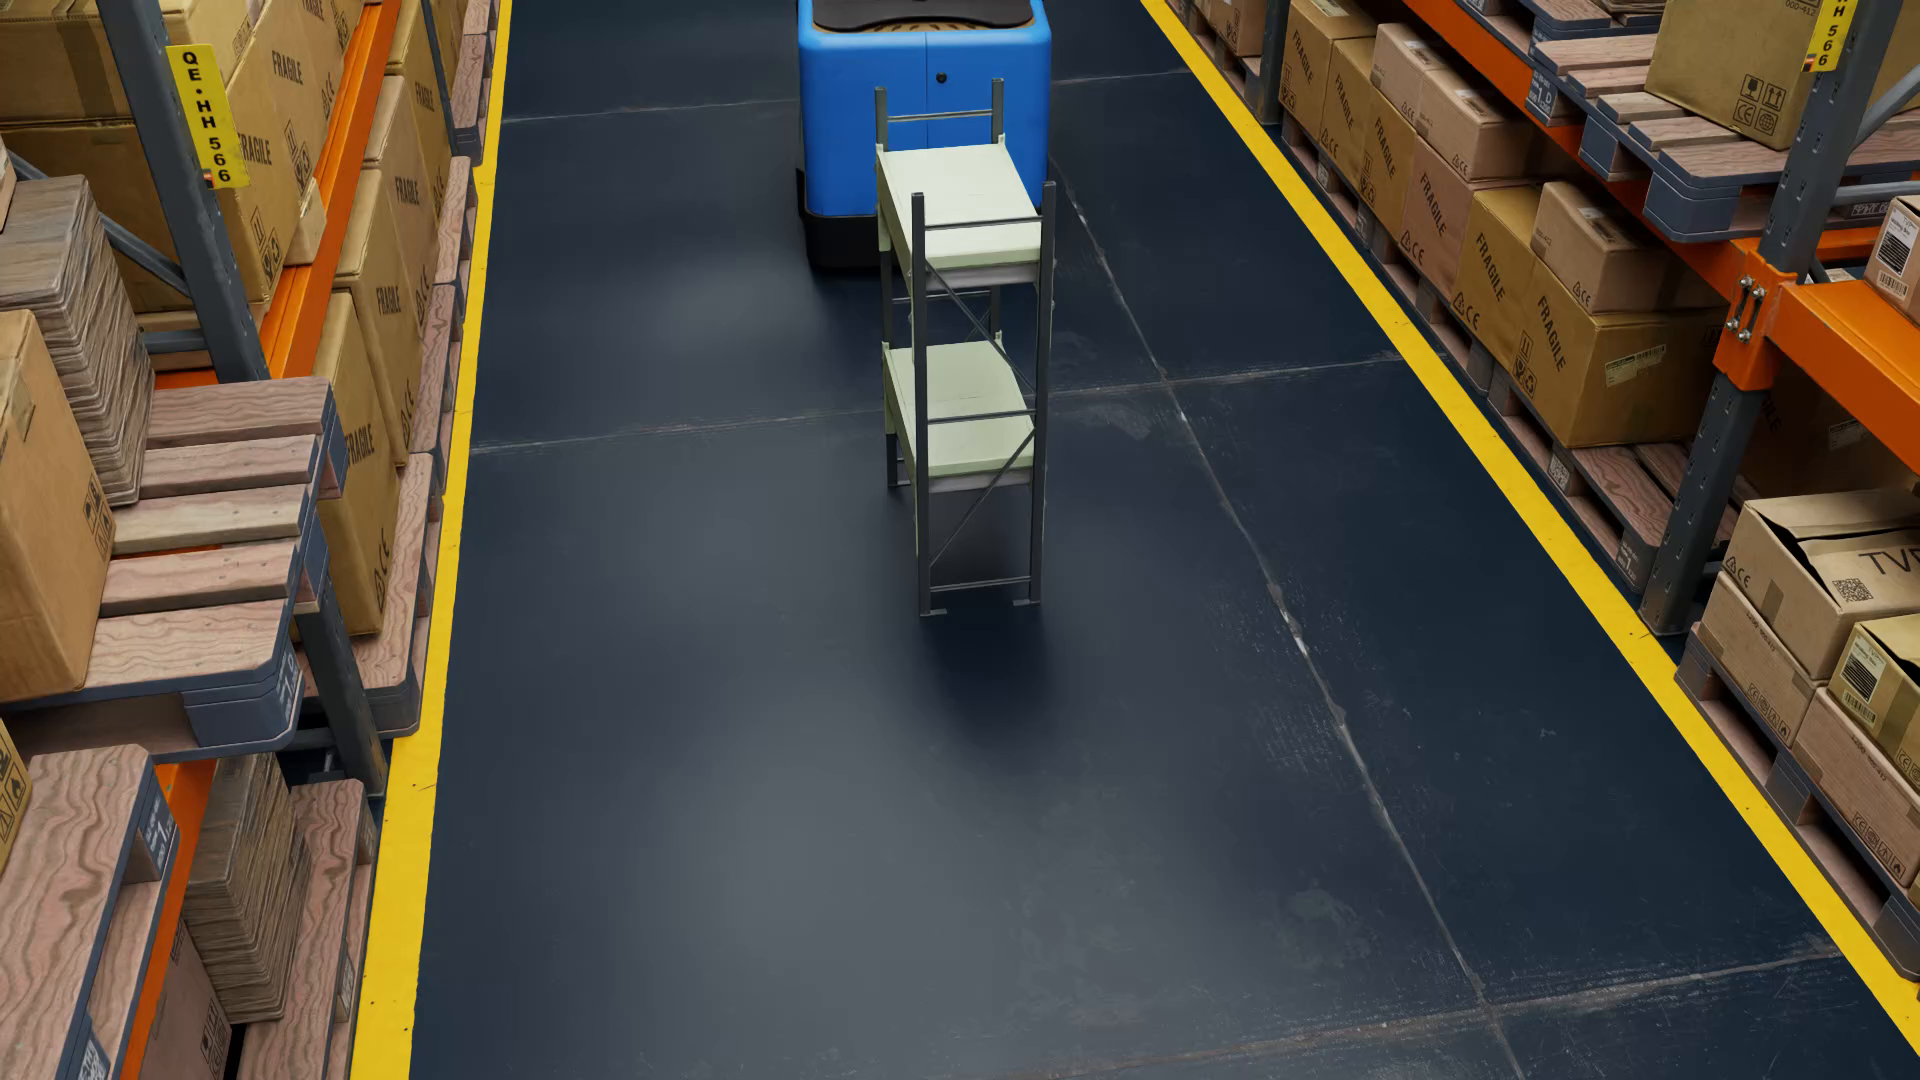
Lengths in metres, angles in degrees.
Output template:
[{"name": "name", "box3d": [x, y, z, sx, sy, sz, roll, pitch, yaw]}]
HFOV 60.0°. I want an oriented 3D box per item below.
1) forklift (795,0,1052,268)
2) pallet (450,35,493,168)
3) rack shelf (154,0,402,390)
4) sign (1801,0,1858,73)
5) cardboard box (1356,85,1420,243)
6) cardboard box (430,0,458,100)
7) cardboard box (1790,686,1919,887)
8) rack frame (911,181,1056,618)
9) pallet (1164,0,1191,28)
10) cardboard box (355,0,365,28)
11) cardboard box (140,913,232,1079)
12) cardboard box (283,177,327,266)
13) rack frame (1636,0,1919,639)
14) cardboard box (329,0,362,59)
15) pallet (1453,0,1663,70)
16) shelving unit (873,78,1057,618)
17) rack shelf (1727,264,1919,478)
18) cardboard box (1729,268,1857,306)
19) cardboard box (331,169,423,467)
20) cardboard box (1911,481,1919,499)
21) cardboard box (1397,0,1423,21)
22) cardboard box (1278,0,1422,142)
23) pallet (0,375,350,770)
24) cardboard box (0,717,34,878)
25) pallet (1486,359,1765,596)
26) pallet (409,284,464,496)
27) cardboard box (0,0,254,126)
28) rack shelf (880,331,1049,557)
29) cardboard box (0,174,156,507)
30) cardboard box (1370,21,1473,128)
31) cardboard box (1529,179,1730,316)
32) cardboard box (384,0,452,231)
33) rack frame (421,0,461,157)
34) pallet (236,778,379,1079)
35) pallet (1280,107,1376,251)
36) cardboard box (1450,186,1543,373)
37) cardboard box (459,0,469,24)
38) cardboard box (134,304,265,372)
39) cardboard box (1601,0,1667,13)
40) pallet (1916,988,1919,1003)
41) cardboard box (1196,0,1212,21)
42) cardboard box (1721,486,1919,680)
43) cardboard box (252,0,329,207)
[{"name": "forklift", "box3d": [-0.238, -3.213, 7.496, 1.130, 2.935, 3.031, -2, 38, -3]}, {"name": "pallet", "box3d": [-2.919, -2.205, 8.417, 1.003, 0.211, 1.213, -6, 38, -8]}, {"name": "rack shelf", "box3d": [-2.512, -1.347, 5.625, 1.077, 0.370, 4.000, -6, 38, -8]}, {"name": "sign", "box3d": [2.183, -1.320, 4.125, 0.100, 0.325, 0.005, -6, 38, -8]}, {"name": "cardboard box", "box3d": [2.044, -1.619, 7.067, 0.500, 0.500, 0.500, -6, 38, -7]}, {"name": "cardboard box", "box3d": [-2.893, -2.480, 8.193, 0.700, 0.500, 0.500, -6, 38, -7]}, {"name": "cardboard box", "box3d": [2.607, 0.613, 4.414, 0.500, 0.250, 0.500, -7, 38, -9]}, {"name": "rack frame", "box3d": [0.065, -0.367, 5.000, 0.400, 1.500, 0.023, -6, 38, -8]}, {"name": "pallet", "box3d": [1.677, -3.426, 9.988, 1.003, 0.211, 1.213, -6, 38, -8]}, {"name": "cardboard box", "box3d": [-2.374, -1.955, 6.010, 0.380, 0.149, 0.250, -6, 38, -8]}, {"name": "cardboard box", "box3d": [-2.008, 1.143, 3.512, 0.700, 0.500, 0.500, -6, 38, -8]}, {"name": "cardboard box", "box3d": [-1.990, -0.878, 4.624, 0.380, 0.149, 0.250, -5, 38, -7]}, {"name": "rack frame", "box3d": [2.715, -0.958, 4.538, 1.000, 3.000, 0.127, -6, 38, -8]}, {"name": "cardboard box", "box3d": [-2.262, -1.840, 5.333, 0.500, 0.500, 0.500, -5, 38, -7]}, {"name": "pallet", "box3d": [2.370, -2.056, 6.108, 1.003, 0.211, 1.213, -6, 38, -8]}, {"name": "shelving unit", "box3d": [0.001, -0.588, 5.285, 0.431, 1.500, 0.755, -6, 38, -8]}, {"name": "rack shelf", "box3d": [3.066, 0.534, 3.204, 1.077, 0.370, 4.000, -6, 38, -8]}, {"name": "cardboard box", "box3d": [2.819, -0.766, 5.970, 0.500, 0.500, 0.500, -8, 38, -10]}, {"name": "cardboard box", "box3d": [-2.308, -0.728, 5.652, 0.750, 0.750, 0.750, -6, 38, -8]}, {"name": "cardboard box", "box3d": [3.049, 0.030, 4.708, 0.500, 0.311, 0.500, -5, 38, -7]}, {"name": "cardboard box", "box3d": [2.383, -2.293, 7.936, 0.500, 0.500, 0.500, -6, 38, -8]}, {"name": "cardboard box", "box3d": [1.859, -2.242, 7.870, 0.500, 0.500, 0.500, -8, 39, -10]}, {"name": "pallet", "box3d": [-1.931, 0.072, 3.369, 1.213, 0.211, 1.003, -6, 38, -8]}, {"name": "cardboard box", "box3d": [-1.829, 0.397, 2.354, 0.700, 0.500, 0.500, -6, 38, -8]}, {"name": "pallet", "box3d": [2.622, -0.312, 5.979, 1.003, 0.211, 1.213, -6, 38, -8]}, {"name": "pallet", "box3d": [-2.436, -0.541, 6.275, 1.003, 0.211, 1.213, -6, 38, -8]}, {"name": "cardboard box", "box3d": [-1.992, -1.203, 3.902, 0.500, 0.250, 0.500, -5, 38, -7]}, {"name": "rack shelf", "box3d": [0.001, -0.331, 5.485, 0.431, 0.370, 0.720, -6, 38, -8]}, {"name": "cardboard box", "box3d": [-2.069, -0.353, 3.320, 0.700, 0.500, 0.500, -11, 39, -13]}, {"name": "cardboard box", "box3d": [2.034, -1.934, 6.863, 0.500, 0.250, 0.500, -6, 38, -8]}, {"name": "cardboard box", "box3d": [2.306, -1.014, 5.678, 0.500, 0.250, 0.500, -5, 38, -6]}, {"name": "cardboard box", "box3d": [-2.620, -1.777, 7.003, 0.750, 0.750, 0.750, -6, 38, -7]}, {"name": "rack frame", "box3d": [-2.862, -2.839, 6.959, 1.000, 3.000, 0.127, -6, 38, -8]}, {"name": "pallet", "box3d": [-2.026, 1.150, 4.097, 1.003, 0.211, 1.213, -6, 38, -8]}, {"name": "pallet", "box3d": [2.194, -1.786, 7.876, 1.003, 0.211, 1.213, -6, 38, -8]}, {"name": "cardboard box", "box3d": [2.230, -0.997, 6.267, 0.500, 0.500, 0.500, -8, 38, -10]}, {"name": "cardboard box", "box3d": [-3.065, -3.094, 8.983, 0.700, 0.500, 0.500, -5, 38, -7]}, {"name": "cardboard box", "box3d": [-1.991, -0.555, 4.208, 0.380, 0.149, 0.250, -7, 38, -9]}, {"name": "cardboard box", "box3d": [2.521, -2.105, 5.590, 0.700, 0.500, 0.500, 0, 38, 1]}, {"name": "pallet", "box3d": [3.032, 1.380, 3.802, 1.003, 0.211, 1.213, -6, 38, -8]}, {"name": "cardboard box", "box3d": [1.510, -2.956, 9.075, 0.380, 0.149, 0.250, -6, 38, -8]}, {"name": "cardboard box", "box3d": [2.518, 0.088, 4.633, 0.500, 0.311, 0.500, -5, 38, -6]}, {"name": "cardboard box", "box3d": [-2.077, -1.226, 4.543, 0.500, 0.500, 0.500, -5, 38, -6]}]
